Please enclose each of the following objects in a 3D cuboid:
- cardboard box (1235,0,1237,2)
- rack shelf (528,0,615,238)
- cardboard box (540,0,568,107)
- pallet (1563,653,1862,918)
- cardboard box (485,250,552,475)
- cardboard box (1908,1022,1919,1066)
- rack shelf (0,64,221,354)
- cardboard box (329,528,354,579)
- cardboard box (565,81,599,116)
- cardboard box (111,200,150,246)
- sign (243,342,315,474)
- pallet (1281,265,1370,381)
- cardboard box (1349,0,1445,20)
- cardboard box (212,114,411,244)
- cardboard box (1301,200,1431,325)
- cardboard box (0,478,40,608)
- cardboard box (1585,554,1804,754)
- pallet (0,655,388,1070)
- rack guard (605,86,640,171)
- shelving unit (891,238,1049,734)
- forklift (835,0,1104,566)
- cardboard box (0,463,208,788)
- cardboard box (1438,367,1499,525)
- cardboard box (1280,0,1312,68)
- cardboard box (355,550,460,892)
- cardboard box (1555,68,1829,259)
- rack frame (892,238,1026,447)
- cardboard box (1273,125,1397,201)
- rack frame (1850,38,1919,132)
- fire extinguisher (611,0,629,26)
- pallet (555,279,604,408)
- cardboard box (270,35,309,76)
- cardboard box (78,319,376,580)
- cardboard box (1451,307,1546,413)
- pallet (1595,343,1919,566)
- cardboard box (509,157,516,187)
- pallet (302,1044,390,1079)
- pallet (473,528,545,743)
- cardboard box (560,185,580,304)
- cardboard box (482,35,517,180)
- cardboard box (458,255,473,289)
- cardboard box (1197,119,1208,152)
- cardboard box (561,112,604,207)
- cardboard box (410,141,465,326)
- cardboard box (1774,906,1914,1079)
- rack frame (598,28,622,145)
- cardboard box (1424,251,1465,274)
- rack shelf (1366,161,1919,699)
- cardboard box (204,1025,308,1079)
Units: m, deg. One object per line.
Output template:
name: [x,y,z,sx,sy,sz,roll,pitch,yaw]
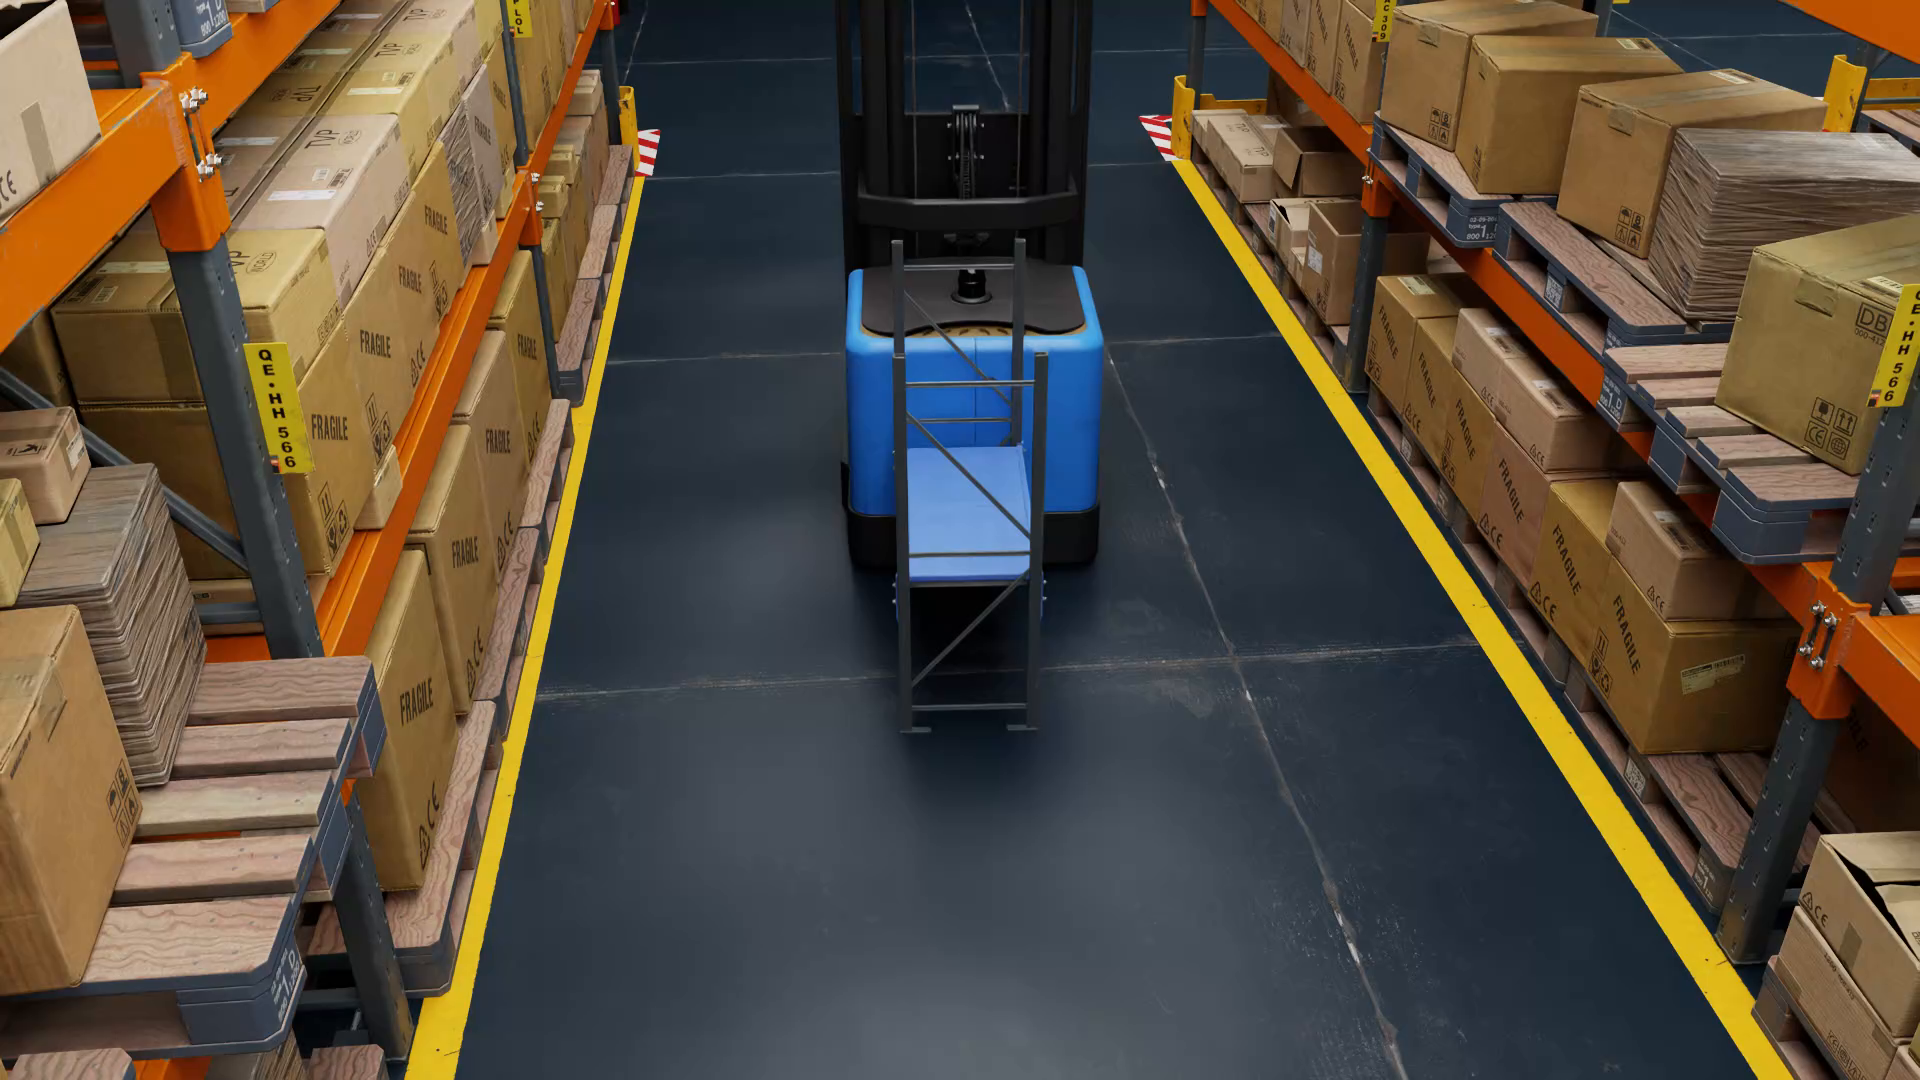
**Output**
cardboard box: [1.933,-3.666,10.365,0.500,0.500,0.500,-3,31,-5]
rack shelf: [-2.644,-2.556,9.306,1.077,0.370,4.000,-3,31,-5]
cardboard box: [-2.555,-2.623,8.424,0.980,0.700,0.700,-4,31,-6]
pallet: [2.816,0.773,5.749,1.003,0.211,1.213,-3,31,-5]
cardboard box: [-2.267,-0.776,7.310,0.750,0.750,0.750,-2,31,-4]
cardboard box: [2.662,1.268,3.927,0.500,0.311,0.500,-3,31,-6]
rack shelf: [-1.897,0.241,1.698,1.077,0.370,4.000,-3,31,-5]
cardboard box: [-1.899,-0.011,4.568,0.380,0.149,0.250,-2,31,-4]
cardboard box: [-2.448,-2.732,10.294,0.380,0.149,0.250,-2,31,-3]
cardboard box: [-2.429,-0.786,4.503,0.500,0.250,0.500,-4,31,-6]
sign: [-1.544,-0.295,3.768,0.100,0.325,0.005,-3,31,-5]
pallet: [2.411,-1.236,9.114,1.003,0.211,1.213,-3,31,-5]
cardboard box: [2.169,-2.801,7.942,0.500,0.500,0.500,-3,31,-4]
cardboard box: [-1.971,-1.076,4.988,0.500,0.250,0.500,-3,31,-4]
cardboard box: [2.139,-1.476,8.805,0.500,0.500,0.500,-3,31,-5]
cardboard box: [-1.977,0.026,3.122,0.380,0.149,0.250,-8,32,-13]
cardboard box: [2.527,0.377,5.702,0.500,0.500,0.500,-2,31,-3]
pallet: [-1.911,0.640,3.441,1.213,0.211,1.003,-3,31,-5]
rack guard: [-2.833,-2.825,11.492,1.175,0.500,0.348,-3,31,-5]
shelving unit: [0.014,-0.209,6.138,0.538,1.500,1.048,-1,31,-2]
forklift: [0.006,-1.870,7.523,1.130,2.935,3.031,-1,31,-2]
cardboard box: [-2.030,0.206,3.453,0.700,0.500,0.500,-6,31,-10]
cardboard box: [2.377,-0.413,7.025,0.500,0.500,0.500,-2,31,-4]
cardboard box: [2.072,-2.894,9.073,0.500,0.500,0.500,-2,31,-3]
cardboard box: [-2.022,0.559,5.075,0.750,0.750,0.750,-3,31,-5]
cardboard box: [2.701,-1.407,6.174,0.700,0.500,0.500,-11,32,-17]
rack frame: [-0.005,-0.470,6.574,0.500,1.500,0.032,-1,31,-2]
cardboard box: [2.294,-2.159,9.945,0.797,0.503,0.637,-3,31,-5]
rack frame: [7.033,-4.361,11.625,1.000,3.000,0.127,-3,31,-5]
fire extinguisher: [-2.386,-3.792,11.112,0.296,0.674,0.183,-3,31,-5]
pallet: [-2.450,-1.039,8.783,1.003,0.211,1.213,-3,31,-5]
cardboard box: [-2.566,-1.575,5.824,0.500,0.250,0.500,-4,31,-6]
cardboard box: [-1.874,-0.241,4.321,0.500,0.500,0.500,-2,31,-3]
cardboard box: [2.370,-0.752,6.860,0.500,0.250,0.500,-3,31,-4]
pallet: [2.715,-0.301,5.016,1.213,0.211,1.003,-3,31,-5]
cardboard box: [-2.144,-1.585,7.205,0.380,0.149,0.250,-2,31,-4]
pallet: [-2.012,1.795,4.040,1.003,0.211,1.213,-3,31,-5]
pallet: [-2.193,0.368,6.428,1.003,0.211,1.213,-3,31,-5]
cardboard box: [-2.469,-1.594,9.022,0.700,0.500,0.500,-3,31,-5]
cardboard box: [-2.163,-1.799,6.930,0.500,0.500,0.500,-3,31,-5]
cardboard box: [-2.078,-1.063,6.331,0.380,0.149,0.250,-3,31,-5]
cardboard box: [1.821,-2.740,11.246,0.380,0.166,0.250,-3,31,-5]
cardboard box: [-2.619,-2.385,10.346,0.700,0.500,0.500,-3,31,-5]
cardboard box: [-2.016,-1.028,5.638,0.500,0.500,0.500,-2,31,-3]
cardboard box: [2.605,1.241,4.519,0.500,0.250,0.500,-3,31,-5]
rack frame: [-2.831,-3.886,10.831,1.000,3.000,0.127,-3,31,-5]
cardboard box: [2.650,-1.342,8.765,0.500,0.311,0.500,-3,31,-5]
rack shelf: [2.661,-0.753,6.287,1.077,0.370,4.000,-3,31,-5]
cardboard box: [-1.964,1.448,3.910,0.700,0.500,0.500,-2,31,-4]
